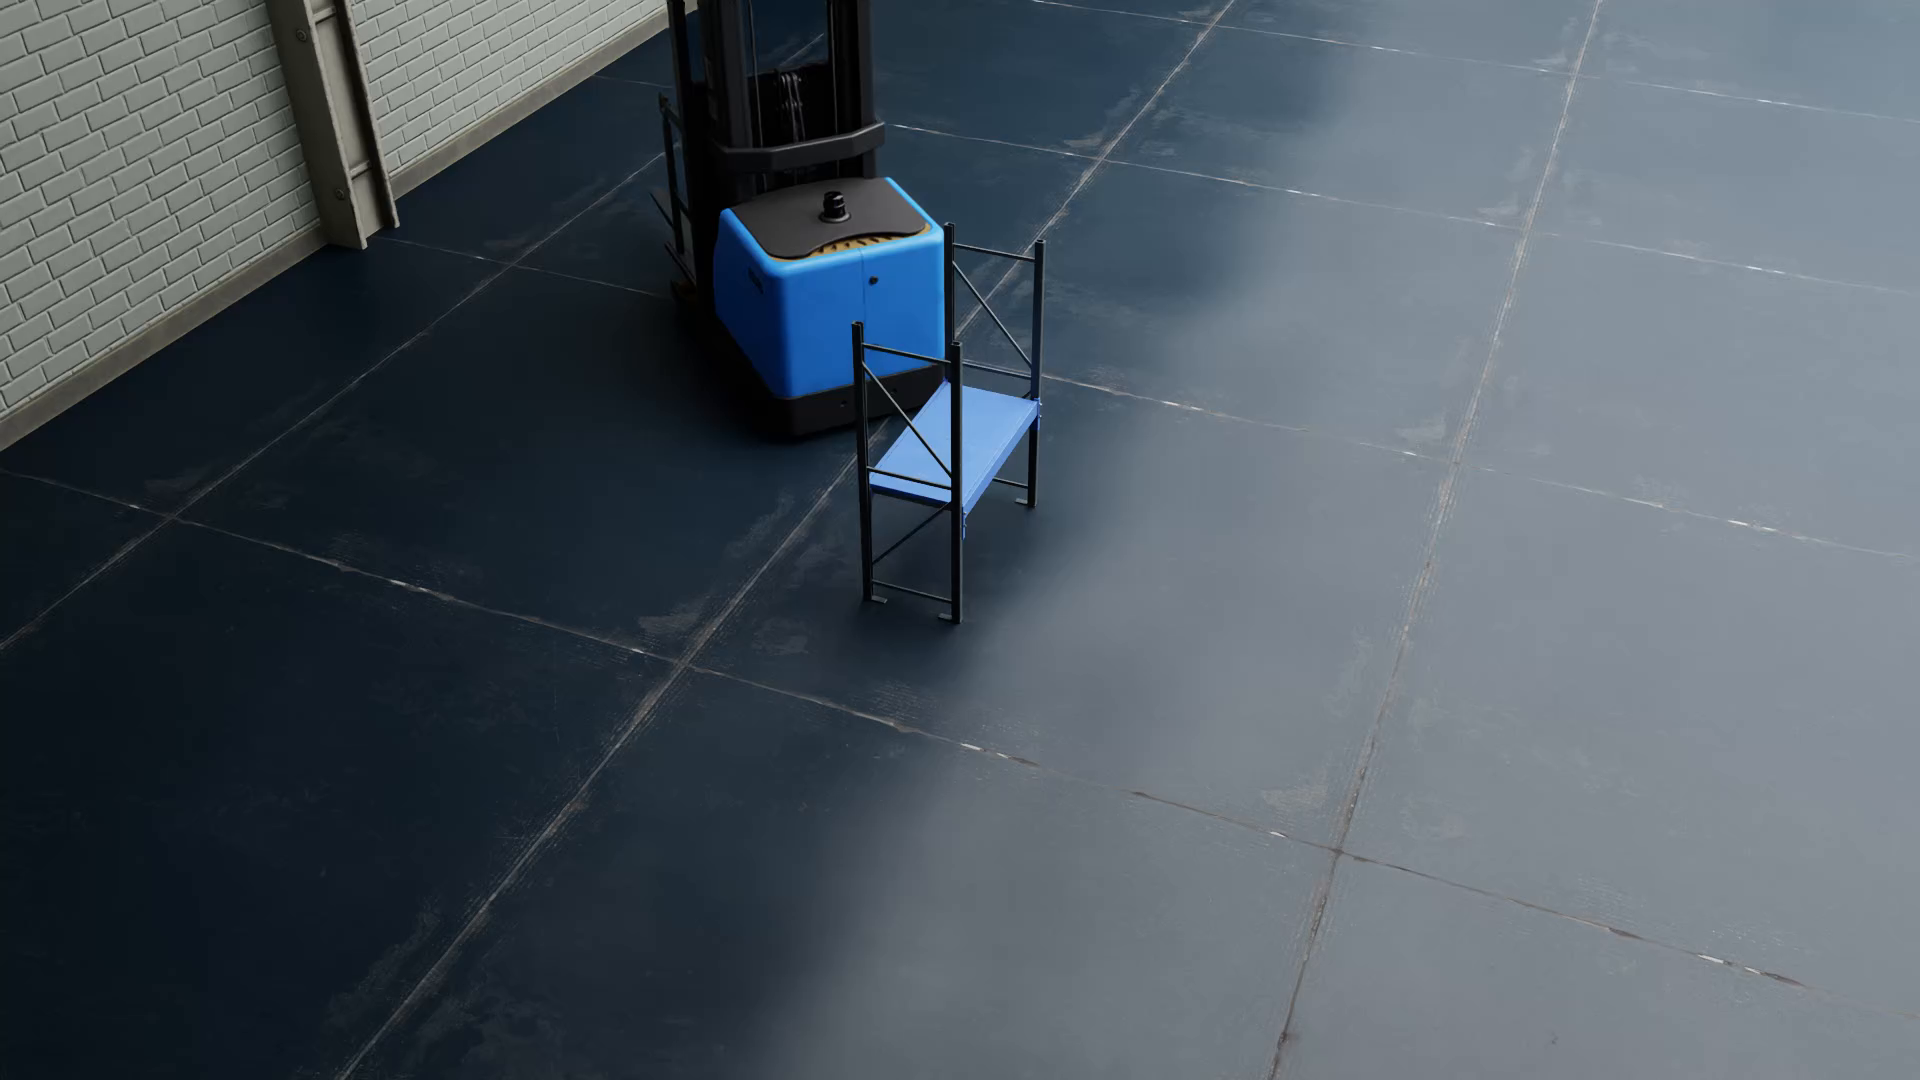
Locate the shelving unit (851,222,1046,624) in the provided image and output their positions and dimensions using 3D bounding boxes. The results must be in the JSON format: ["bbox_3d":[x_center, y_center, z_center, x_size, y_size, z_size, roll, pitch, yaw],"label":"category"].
[{"bbox_3d":[-0.032,-0.554,7.839,0.538,1.500,1.048,14,39,18],"label":"shelving unit"}]

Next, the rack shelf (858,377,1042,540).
[{"bbox_3d":[-0.032,-0.409,7.947,0.538,0.185,1.000,14,39,18],"label":"rack shelf"}]

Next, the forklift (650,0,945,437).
[{"bbox_3d":[-1.132,-2.607,9.391,1.130,2.935,3.031,-15,39,-20],"label":"forklift"}]

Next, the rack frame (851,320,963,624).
[{"bbox_3d":[-0.226,-0.272,7.463,0.500,1.500,0.032,14,39,18],"label":"rack frame"}]

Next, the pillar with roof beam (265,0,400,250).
[{"bbox_3d":[-0.001,-4.670,7.083,9.100,9.000,0.400,14,39,18],"label":"pillar with roof beam"}]

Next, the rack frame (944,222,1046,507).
[{"bbox_3d":[0.161,-0.835,8.216,0.500,1.500,0.032,14,39,18],"label":"rack frame"}]
